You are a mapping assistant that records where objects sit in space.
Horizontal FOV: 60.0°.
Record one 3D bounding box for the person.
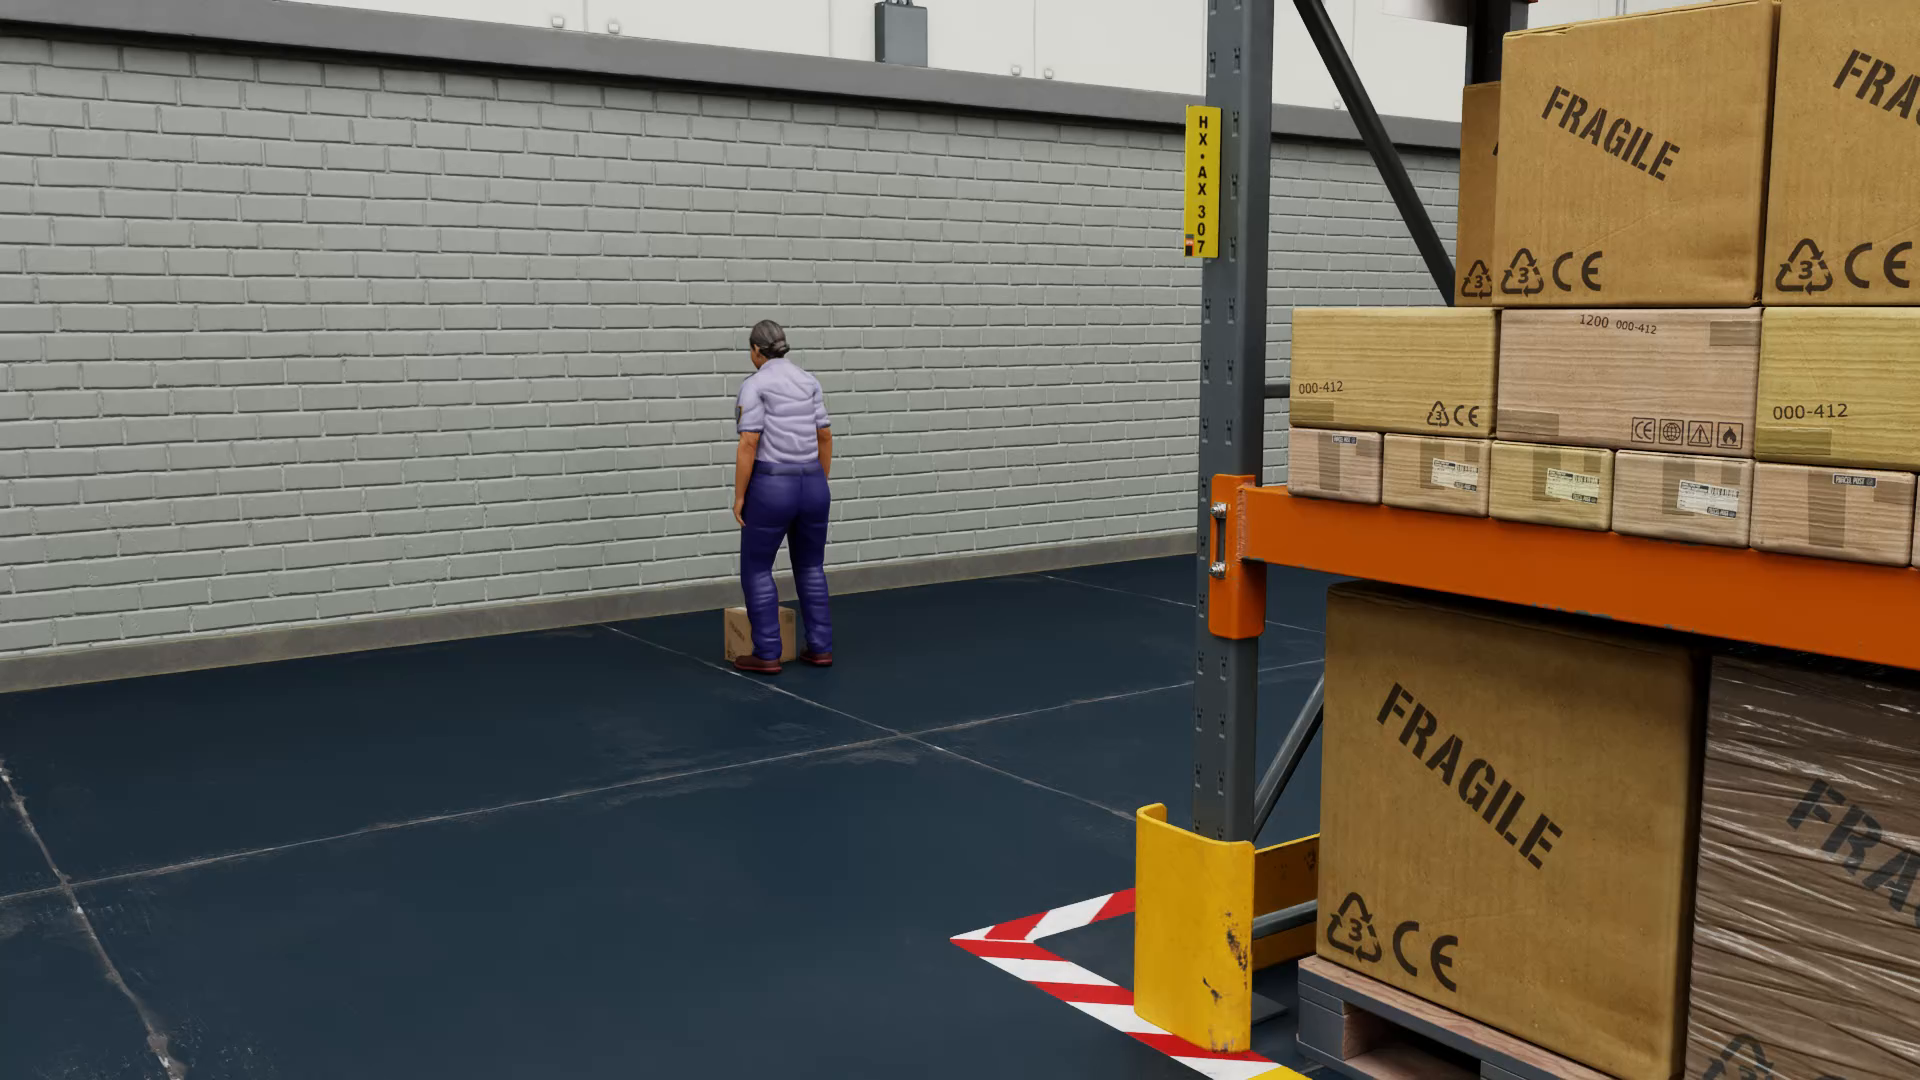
[{"bbox_3d":[-0.833,-0.207,7.835,0.548,1.650,0.363,-6,10,-38],"label":"person"}]
